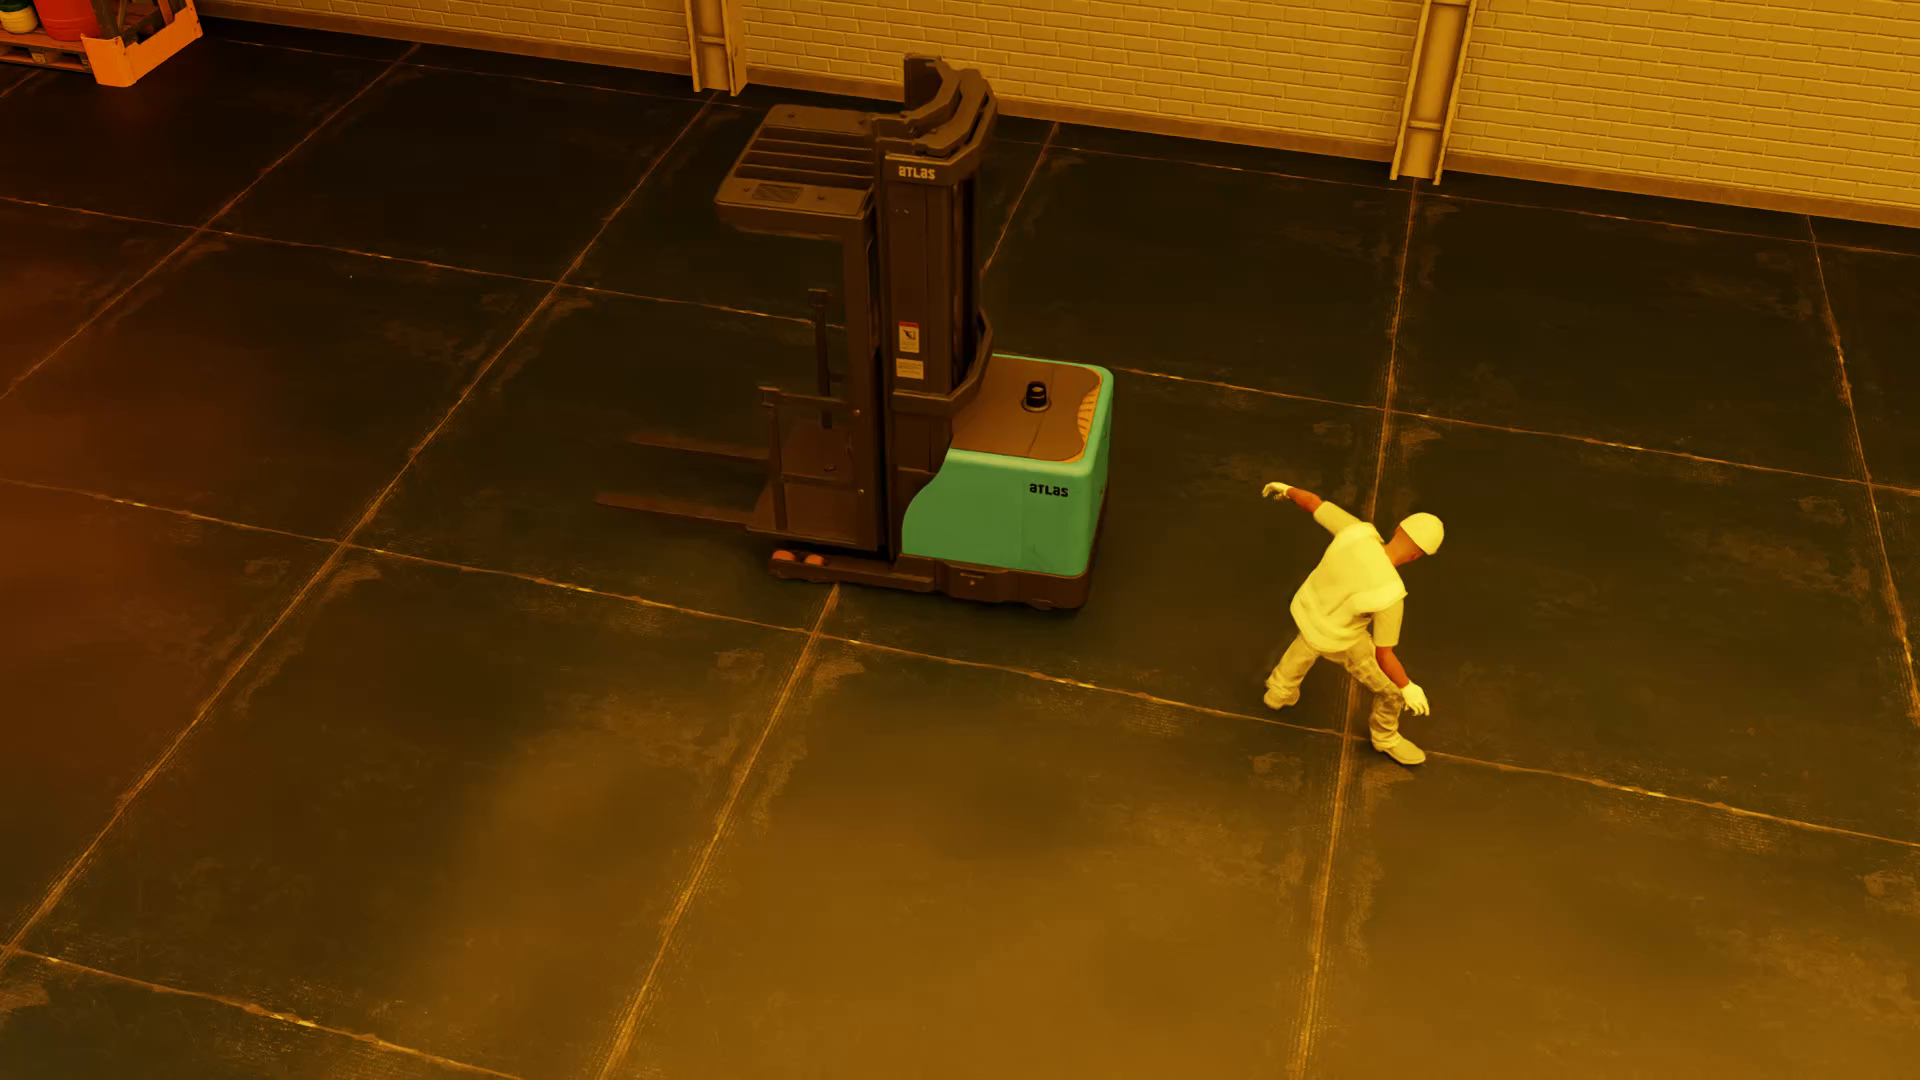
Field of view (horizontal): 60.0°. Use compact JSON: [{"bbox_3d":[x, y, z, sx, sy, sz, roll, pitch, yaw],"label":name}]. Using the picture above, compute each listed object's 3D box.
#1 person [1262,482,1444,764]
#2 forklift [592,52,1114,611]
[{"bbox_3d":[1.957,0.380,8.503,0.727,1.533,1.240,-11,42,-12],"label":"person"},{"bbox_3d":[-0.670,-1.183,9.211,3.031,2.935,1.130,8,42,9],"label":"forklift"}]
